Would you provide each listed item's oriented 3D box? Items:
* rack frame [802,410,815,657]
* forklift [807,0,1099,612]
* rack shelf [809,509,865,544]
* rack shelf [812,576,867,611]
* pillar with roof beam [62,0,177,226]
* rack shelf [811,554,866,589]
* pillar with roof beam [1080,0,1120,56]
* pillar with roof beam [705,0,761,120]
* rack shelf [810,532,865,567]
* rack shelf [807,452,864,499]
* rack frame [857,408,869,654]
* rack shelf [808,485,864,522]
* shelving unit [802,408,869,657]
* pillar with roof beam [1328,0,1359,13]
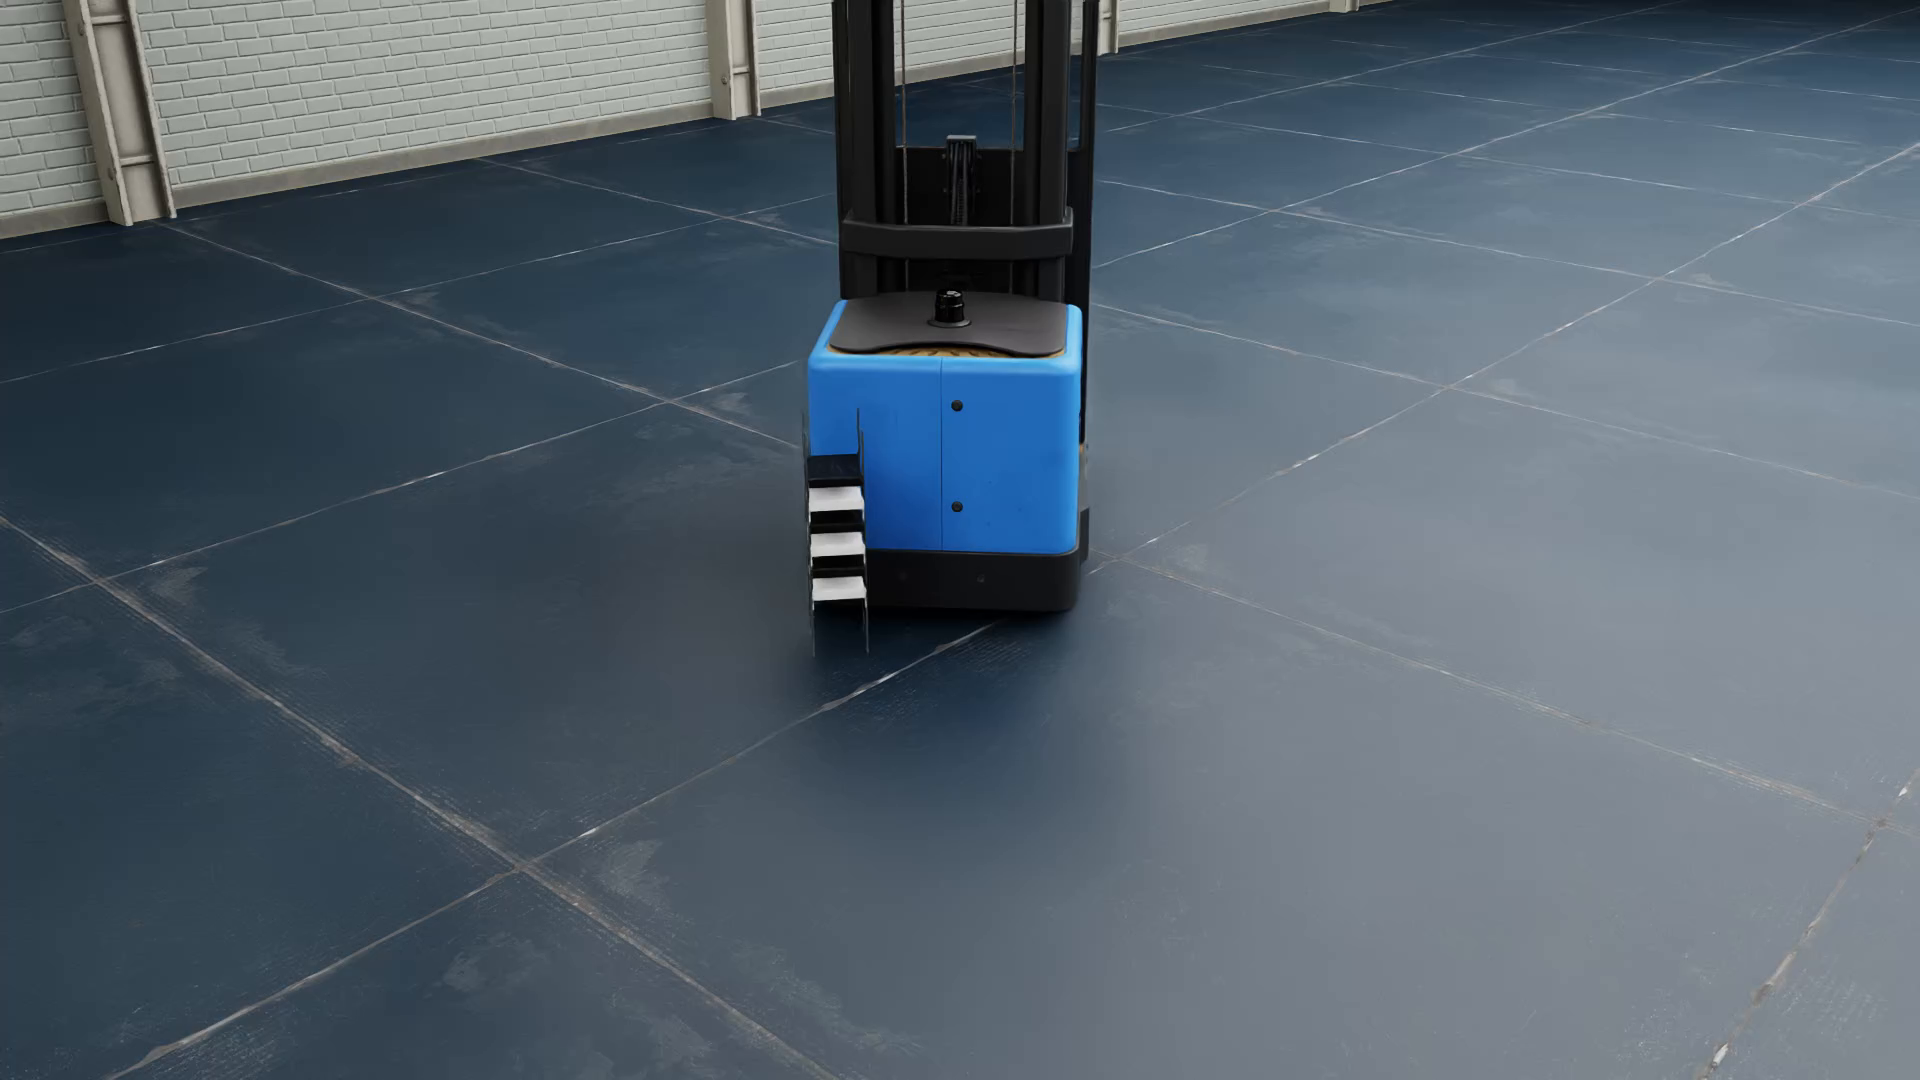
[{"bbox_3d":[-0.564,-0.017,6.187,0.006,0.900,0.240,-3,24,-7],"label":"rack frame"},{"bbox_3d":[0.040,-1.623,7.288,1.130,2.935,3.031,2,24,4],"label":"forklift"},{"bbox_3d":[-0.463,-0.074,6.175,0.200,0.077,0.258,-3,24,-7],"label":"rack shelf"},{"bbox_3d":[-0.463,0.172,6.286,0.200,0.077,0.258,-3,24,-7],"label":"rack shelf"},{"bbox_3d":[-3.058,-5.396,8.285,9.100,9.000,0.400,20,31,38],"label":"pillar with roof beam"},{"bbox_3d":[-0.463,0.090,6.249,0.200,0.077,0.258,-3,24,-7],"label":"rack shelf"},{"bbox_3d":[4.951,-9.052,16.439,9.100,9.000,0.400,20,31,38],"label":"pillar with roof beam"},{"bbox_3d":[0.946,-7.224,12.362,9.100,9.000,0.400,20,31,38],"label":"pillar with roof beam"},{"bbox_3d":[-0.463,0.008,6.212,0.200,0.077,0.258,-3,24,-7],"label":"rack shelf"},{"bbox_3d":[-0.463,-0.238,6.102,0.200,0.077,0.258,-3,24,-7],"label":"rack shelf"},{"bbox_3d":[-0.362,-0.028,6.210,0.006,0.900,0.240,-3,24,-7],"label":"rack frame"},{"bbox_3d":[-0.463,-0.156,6.138,0.200,0.077,0.258,-3,24,-7],"label":"rack shelf"},{"bbox_3d":[-0.463,-0.023,6.199,0.210,0.900,0.258,-3,24,-7],"label":"shelving unit"},{"bbox_3d":[8.955,-10.880,20.517,9.100,9.000,0.400,20,31,38],"label":"pillar with roof beam"}]
